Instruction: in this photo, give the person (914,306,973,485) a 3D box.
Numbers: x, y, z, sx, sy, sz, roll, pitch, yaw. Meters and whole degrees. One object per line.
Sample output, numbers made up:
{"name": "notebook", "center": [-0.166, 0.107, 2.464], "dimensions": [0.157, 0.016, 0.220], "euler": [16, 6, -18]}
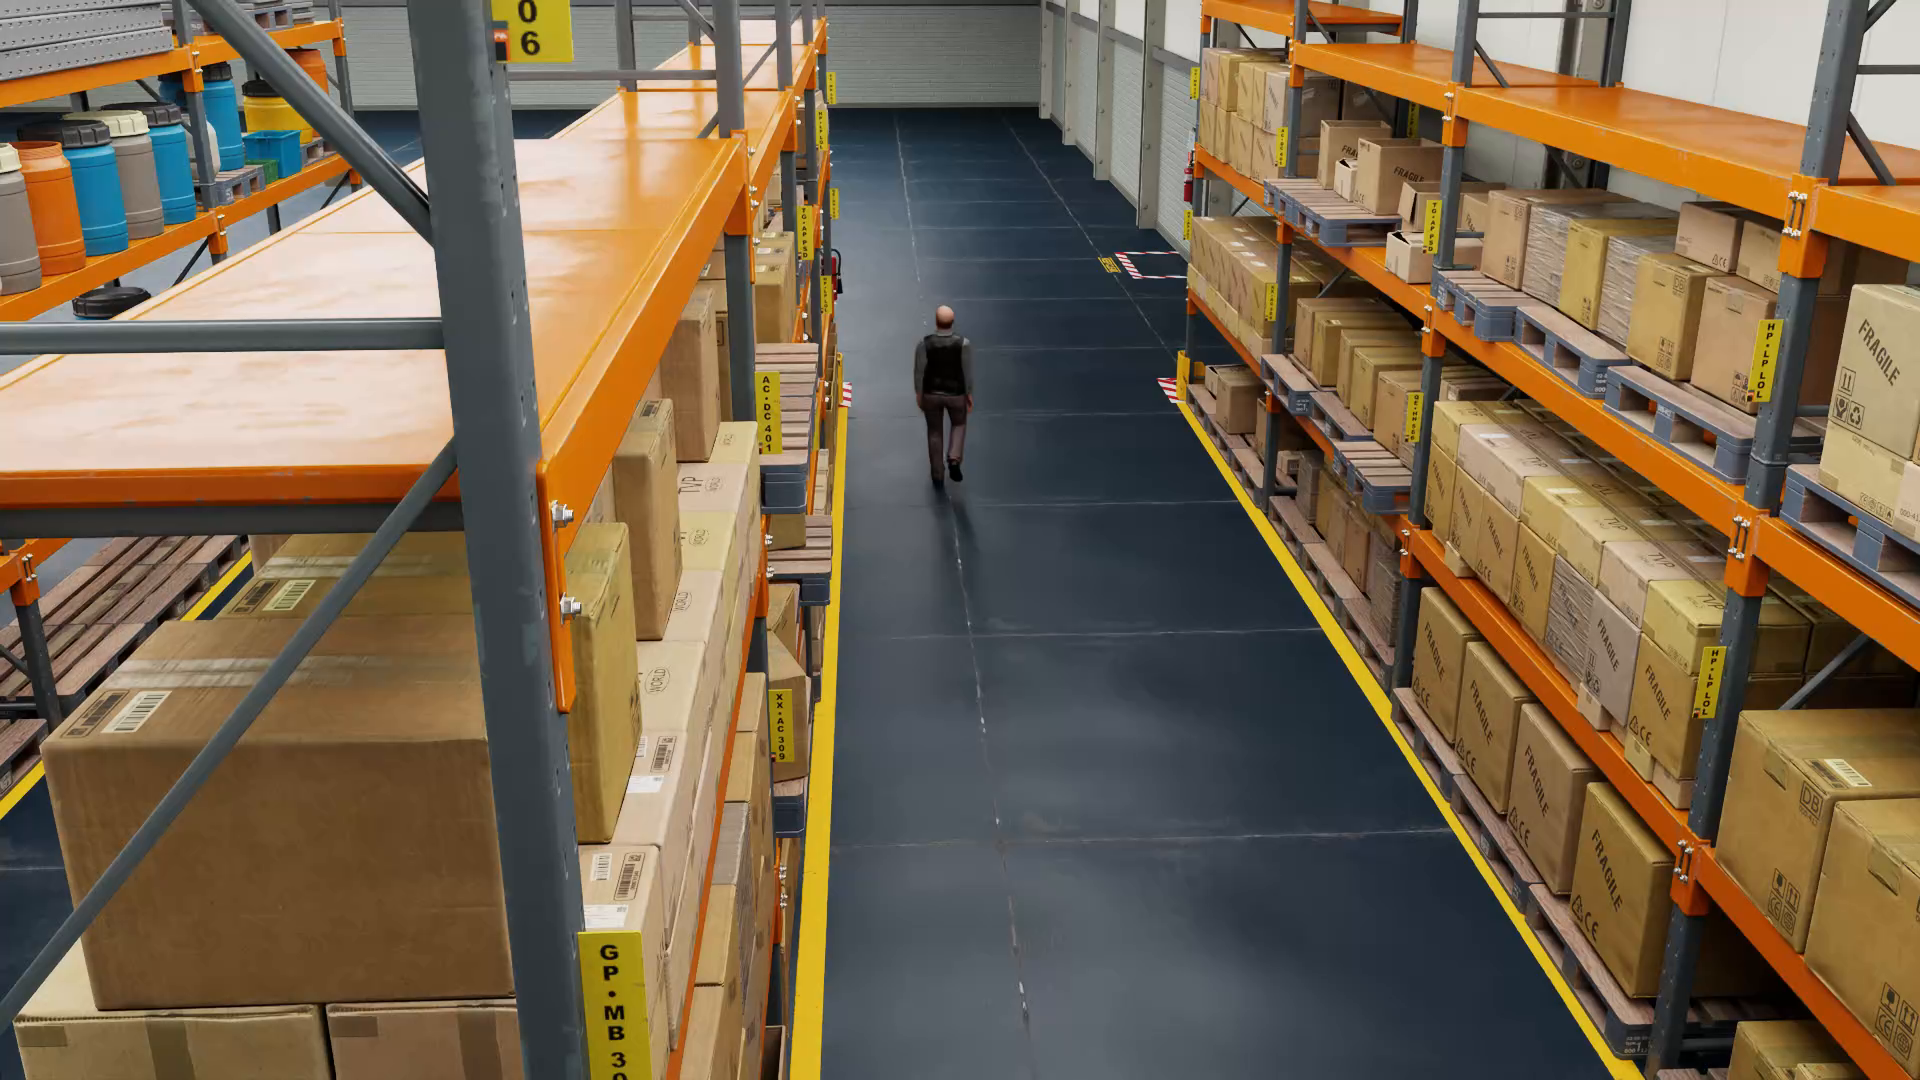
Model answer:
{"name": "person", "center": [-0.155, -1.371, 15.616], "dimensions": [0.555, 1.709, 0.470], "euler": [-1, 20, -2]}
